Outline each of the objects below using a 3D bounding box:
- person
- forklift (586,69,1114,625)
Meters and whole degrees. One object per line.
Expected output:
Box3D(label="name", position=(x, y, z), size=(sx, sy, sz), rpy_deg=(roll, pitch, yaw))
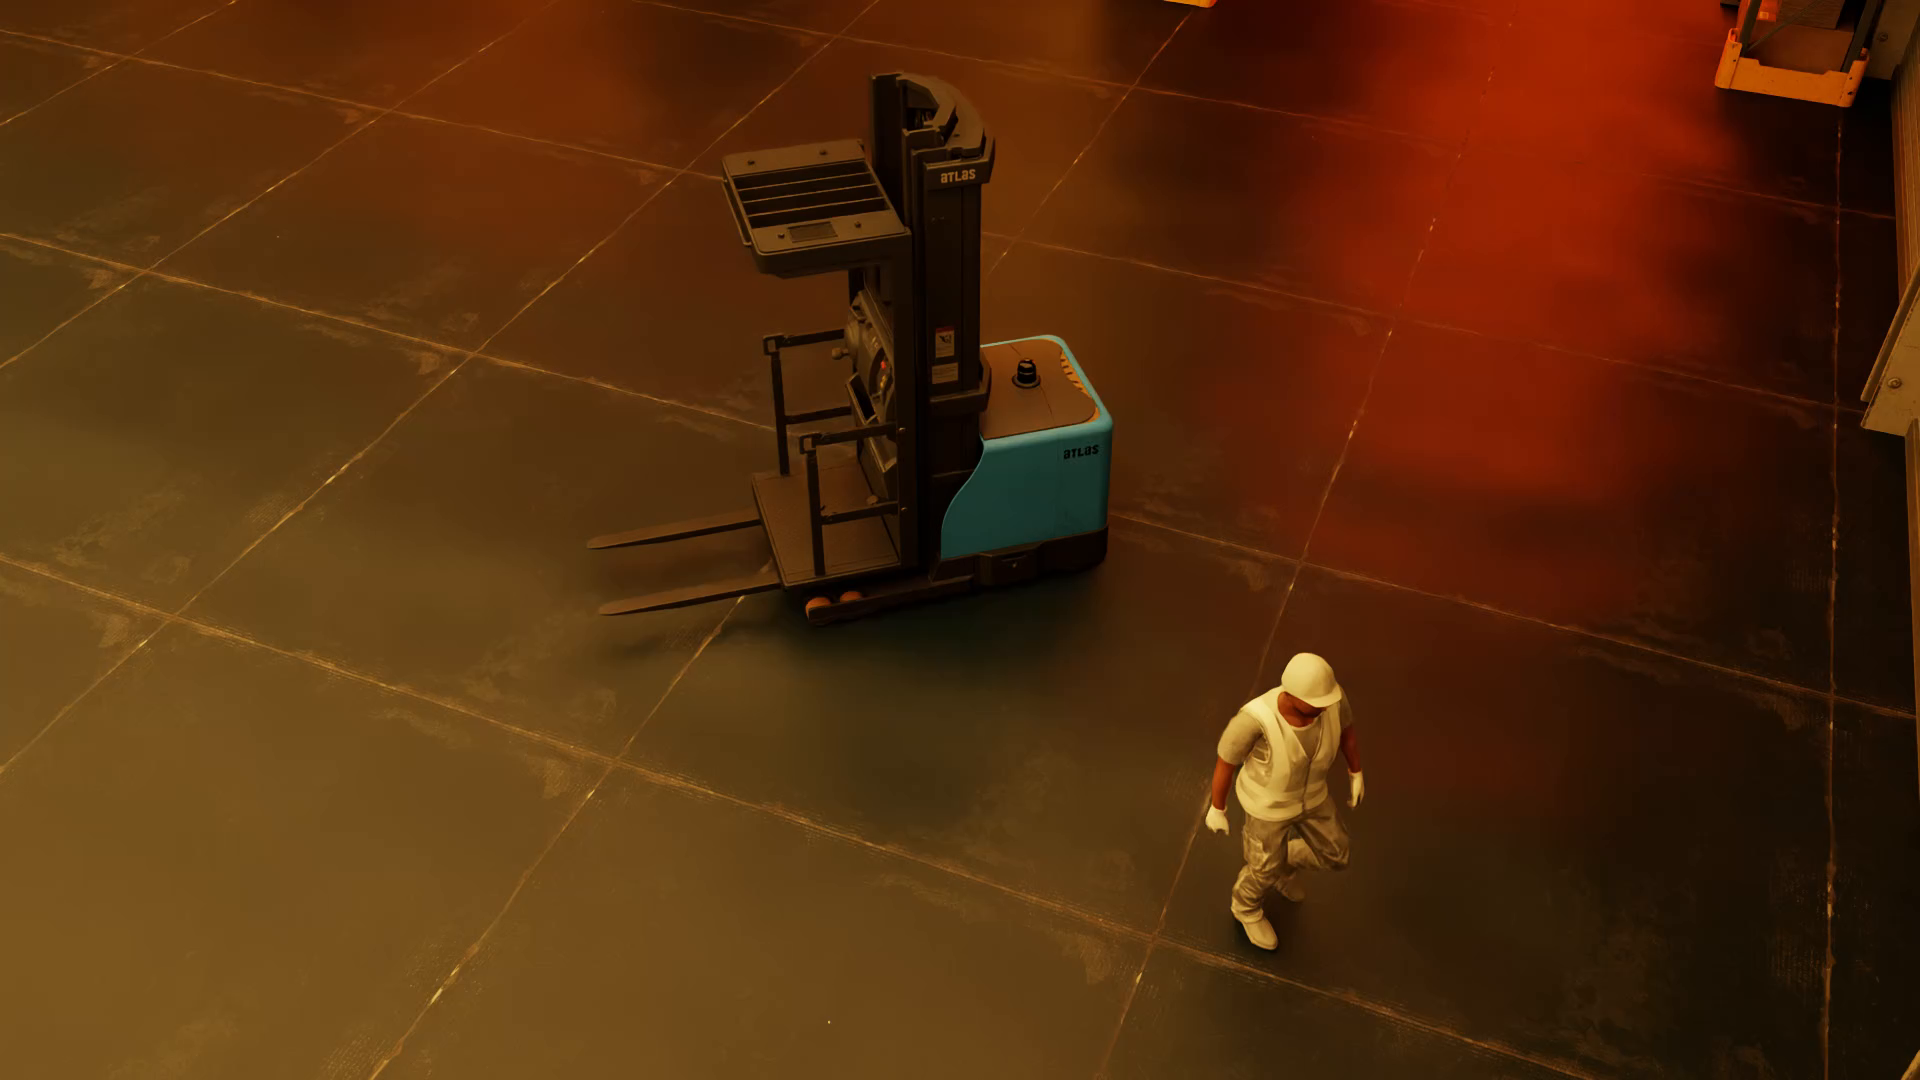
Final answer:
Box3D(label="person", position=(1.500, 1.179, 7.508), size=(0.731, 1.764, 0.467), rpy_deg=(-19, 44, -22))
Box3D(label="forklift", position=(-0.685, -1.006, 9.208), size=(3.031, 2.935, 1.130), rpy_deg=(-11, 41, -12))
